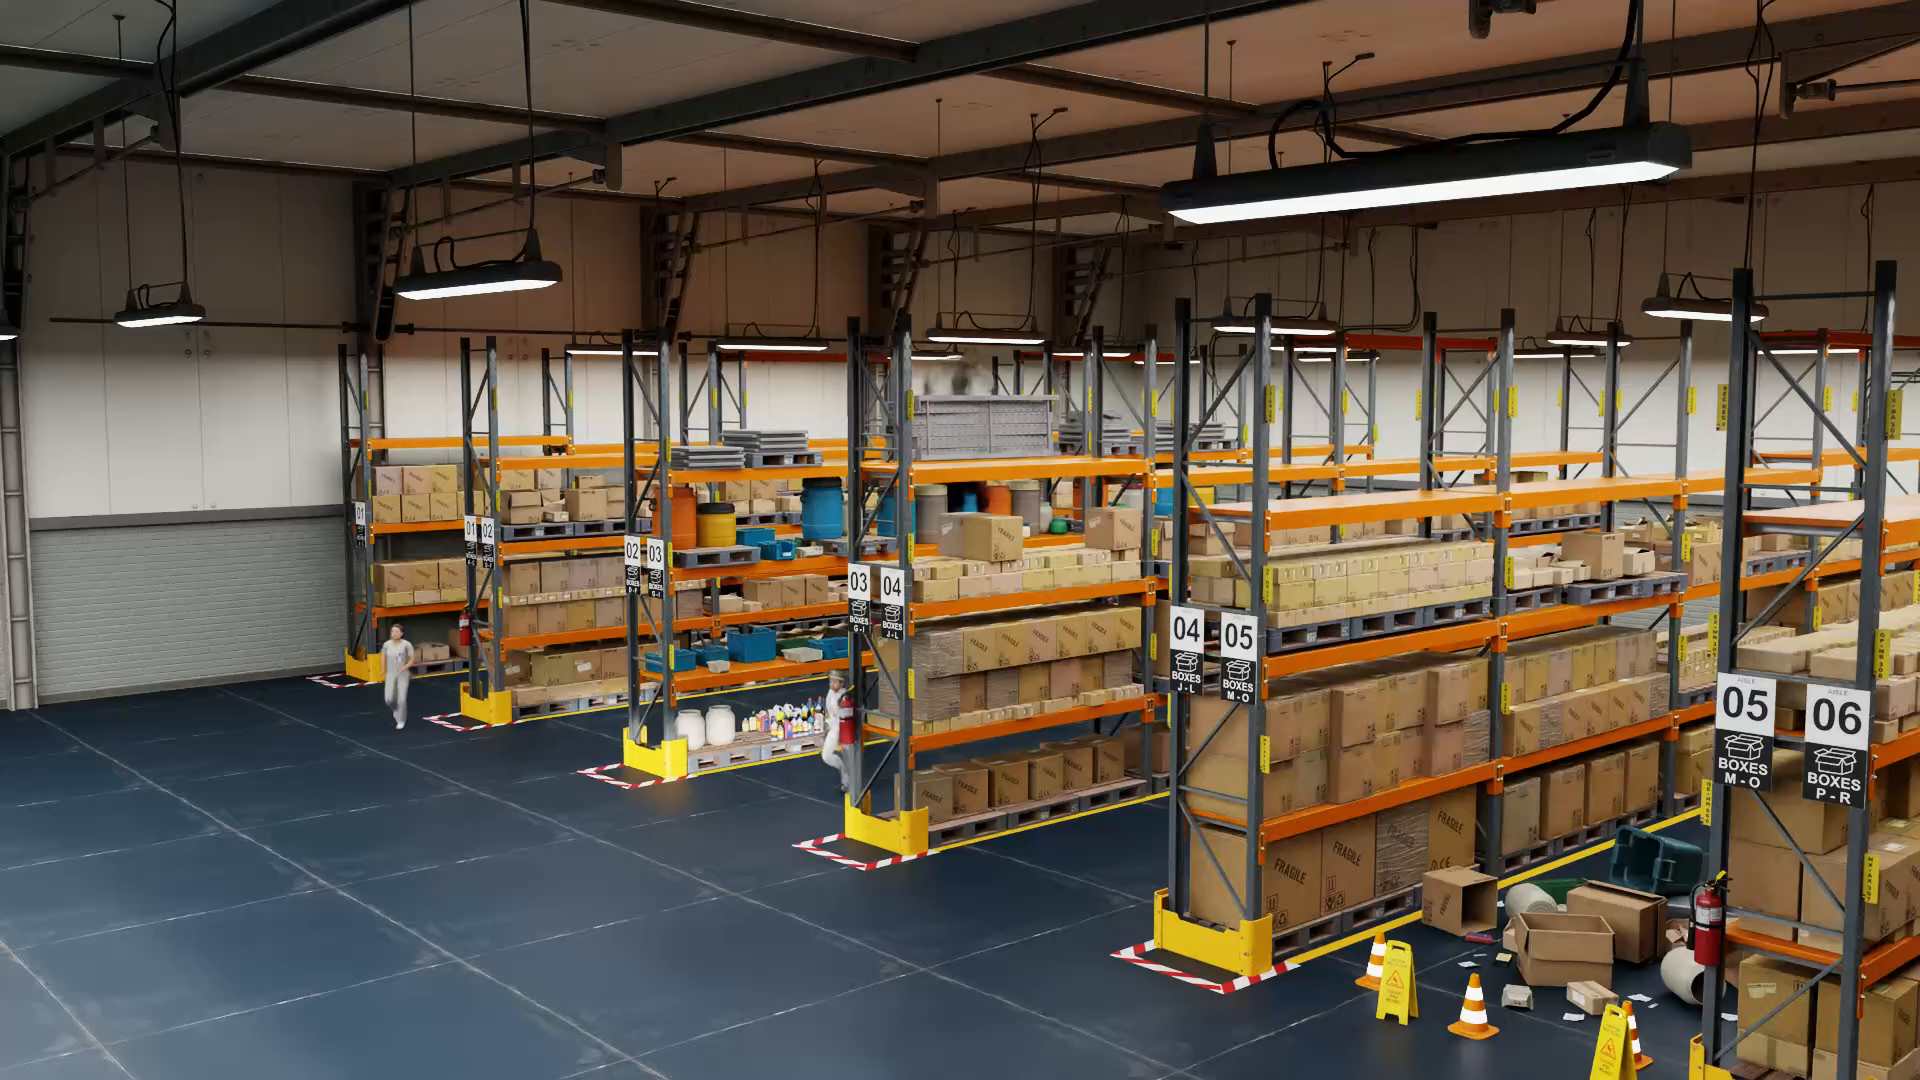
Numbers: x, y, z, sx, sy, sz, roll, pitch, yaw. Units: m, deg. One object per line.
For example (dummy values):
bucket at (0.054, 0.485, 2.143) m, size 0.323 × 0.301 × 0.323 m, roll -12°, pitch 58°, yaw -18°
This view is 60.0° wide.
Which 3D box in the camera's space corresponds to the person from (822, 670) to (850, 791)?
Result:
person at (-1.519, 2.435, 21.244) m, size 0.573 × 1.611 × 0.683 m, roll 3°, pitch 6°, yaw 33°

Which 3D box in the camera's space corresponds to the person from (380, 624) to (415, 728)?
person at (-8.612, 2.085, 25.427) m, size 0.548 × 1.621 × 0.596 m, roll 0°, pitch 5°, yaw -3°
